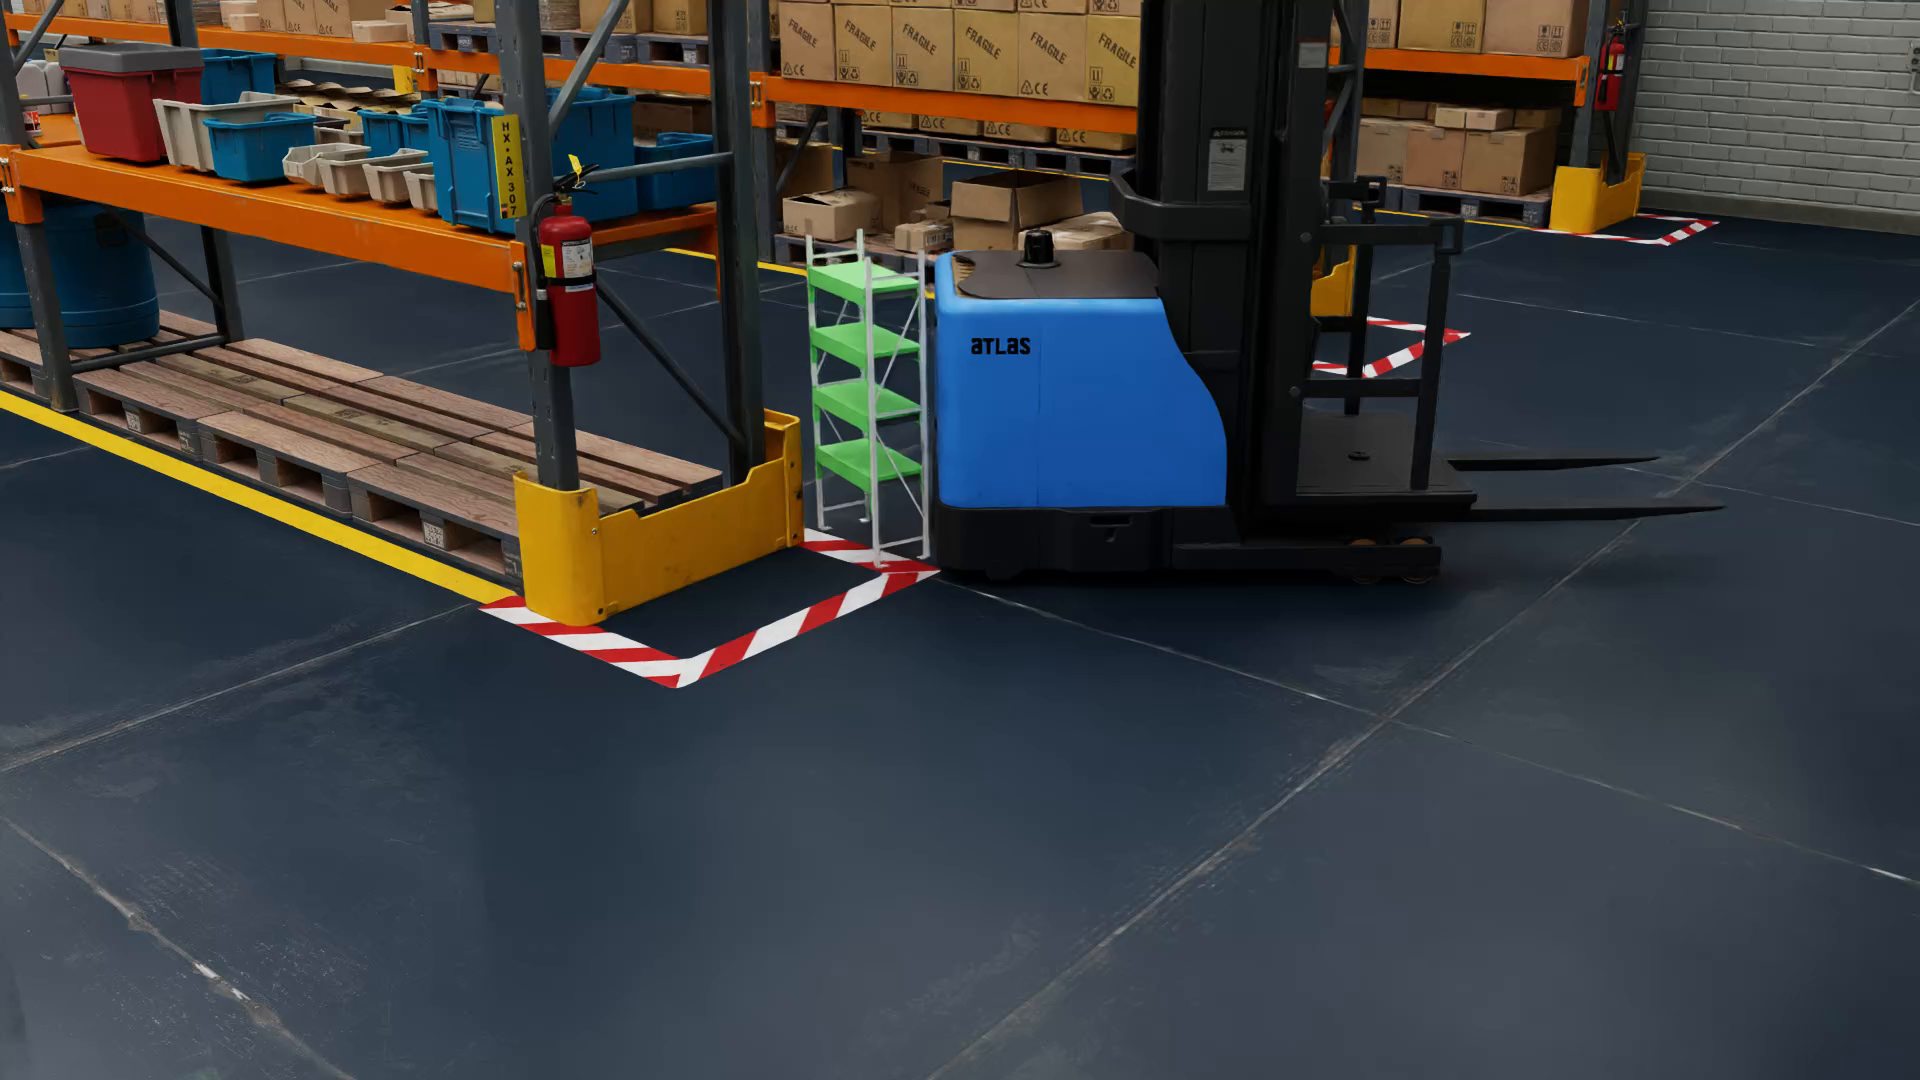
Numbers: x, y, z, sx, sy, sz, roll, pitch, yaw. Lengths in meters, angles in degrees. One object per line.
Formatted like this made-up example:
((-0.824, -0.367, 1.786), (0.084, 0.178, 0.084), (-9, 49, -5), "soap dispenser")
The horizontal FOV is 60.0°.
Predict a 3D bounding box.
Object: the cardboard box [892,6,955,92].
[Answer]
((-0.082, -3.166, 10.671), (0.500, 0.500, 0.500), (16, 26, 36), "cardboard box")

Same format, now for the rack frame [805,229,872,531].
((-0.477, -0.623, 6.614), (0.240, 1.200, 0.015), (-12, 24, -28), "rack frame")

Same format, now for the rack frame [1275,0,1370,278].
((2.009, -2.641, 9.419), (0.127, 3.000, 1.000), (16, 26, 36), "rack frame")

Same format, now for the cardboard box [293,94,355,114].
((-5.933, -3.987, 15.497), (0.500, 0.311, 0.500), (17, 26, 38), "cardboard box")

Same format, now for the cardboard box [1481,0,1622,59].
((4.737, -4.247, 13.254), (0.700, 0.700, 0.980), (18, 27, 39), "cardboard box")

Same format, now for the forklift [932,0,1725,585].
((1.413, -1.392, 6.206), (3.031, 2.935, 1.130), (-1, 21, -2), "forklift")

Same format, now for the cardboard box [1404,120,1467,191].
((4.145, -3.263, 14.017), (0.500, 0.500, 0.700), (16, 26, 36), "cardboard box")

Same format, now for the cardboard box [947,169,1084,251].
((0.369, -2.153, 11.041), (0.637, 0.503, 0.797), (16, 26, 36), "cardboard box")

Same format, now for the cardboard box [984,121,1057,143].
((0.763, -4.386, 16.498), (0.750, 0.750, 0.750), (17, 27, 38), "cardboard box")

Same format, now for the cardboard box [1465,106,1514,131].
((4.318, -3.434, 13.551), (0.250, 0.149, 0.380), (16, 26, 36), "cardboard box")

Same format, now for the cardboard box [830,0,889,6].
((-0.503, -3.751, 10.804), (0.500, 0.500, 0.500), (15, 25, 35), "cardboard box")

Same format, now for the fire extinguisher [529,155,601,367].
((-1.296, -0.919, 5.492), (0.183, 0.674, 0.296), (16, 26, 36), "fire extinguisher")

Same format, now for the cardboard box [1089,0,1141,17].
((1.098, -3.292, 9.588), (0.500, 0.500, 0.500), (17, 26, 38), "cardboard box")

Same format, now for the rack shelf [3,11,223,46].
((-8.837, -5.427, 17.829), (4.000, 0.370, 1.077), (16, 26, 36), "rack shelf")

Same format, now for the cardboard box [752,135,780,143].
((-1.731, -2.860, 12.920), (0.500, 0.500, 0.500), (17, 26, 37), "cardboard box")

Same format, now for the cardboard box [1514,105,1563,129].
((4.756, -3.482, 13.678), (0.250, 0.149, 0.380), (16, 26, 37), "cardboard box")

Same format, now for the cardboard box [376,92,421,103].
((-5.215, -4.024, 15.595), (0.500, 0.311, 0.500), (15, 25, 35), "cardboard box")

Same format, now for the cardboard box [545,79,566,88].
((-4.988, -5.930, 21.061), (0.500, 0.500, 0.500), (14, 25, 32), "cardboard box")

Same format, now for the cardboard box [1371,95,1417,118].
((3.773, -3.764, 14.426), (0.250, 0.149, 0.380), (16, 26, 37), "cardboard box")

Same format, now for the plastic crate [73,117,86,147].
((-3.955, -1.942, 7.854), (0.243, 0.136, 0.396), (16, 26, 36), "plastic crate")

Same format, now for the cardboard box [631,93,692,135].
((-2.474, -3.430, 13.368), (0.500, 0.250, 0.500), (15, 26, 35), "cardboard box")

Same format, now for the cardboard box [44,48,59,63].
((-9.723, -5.180, 18.391), (0.500, 0.500, 0.500), (16, 26, 36), "cardboard box")

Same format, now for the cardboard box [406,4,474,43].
((-4.443, -4.477, 14.415), (0.500, 0.311, 0.500), (18, 27, 40), "cardboard box")

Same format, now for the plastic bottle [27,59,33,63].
((-5.312, -2.619, 9.544), (0.097, 0.271, 0.097), (0, 21, 0), "plastic bottle")

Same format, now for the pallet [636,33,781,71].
((-1.640, -3.651, 12.372), (1.213, 0.211, 1.003), (16, 26, 36), "pallet")

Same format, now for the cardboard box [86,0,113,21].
((-8.832, -5.805, 17.668), (0.500, 0.500, 0.700), (17, 27, 38), "cardboard box")

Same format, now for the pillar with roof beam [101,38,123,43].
((-18.187, -11.953, 25.612), (0.400, 9.000, 9.100), (16, 26, 36), "pillar with roof beam")

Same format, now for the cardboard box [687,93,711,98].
((-2.776, -5.323, 19.452), (0.500, 0.500, 0.700), (16, 26, 37), "cardboard box")

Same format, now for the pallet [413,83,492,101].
((-6.591, -6.053, 22.419), (1.213, 0.211, 1.003), (16, 26, 36), "pallet")

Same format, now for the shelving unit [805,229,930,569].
((-0.354, -0.549, 6.417), (0.258, 1.200, 0.503), (-12, 24, -28), "shelving unit")

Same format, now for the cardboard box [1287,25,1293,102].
((1.832, -2.858, 9.855), (0.500, 0.500, 0.500), (17, 26, 37), "cardboard box")

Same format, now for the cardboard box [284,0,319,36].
((-5.907, -4.960, 15.427), (0.500, 0.500, 0.500), (16, 26, 36), "cardboard box")

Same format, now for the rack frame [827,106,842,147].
((-1.060, -5.780, 17.746), (0.127, 3.000, 1.000), (16, 26, 36), "rack frame")

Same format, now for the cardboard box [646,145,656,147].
((-2.031, -2.714, 12.532), (0.500, 0.500, 0.500), (16, 26, 36), "cardboard box")

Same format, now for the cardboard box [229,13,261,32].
((-6.731, -4.947, 15.891), (0.250, 0.149, 0.380), (16, 26, 36), "cardboard box")

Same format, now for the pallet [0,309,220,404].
((-4.796, -1.059, 9.176), (1.213, 0.211, 1.003), (16, 26, 36), "pallet")

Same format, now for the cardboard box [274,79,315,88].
((-6.793, -4.478, 16.799), (0.500, 0.311, 0.500), (16, 26, 36), "cardboard box")

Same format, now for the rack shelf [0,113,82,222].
((-5.774, -2.289, 9.508), (4.000, 0.370, 1.077), (16, 26, 36), "rack shelf")

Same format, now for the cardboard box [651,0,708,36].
((-1.888, -4.079, 12.497), (0.700, 0.500, 0.500), (-17, 27, -38), "cardboard box")

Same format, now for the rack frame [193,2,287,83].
((-7.288, -5.318, 16.519), (0.127, 3.000, 1.000), (16, 26, 36), "rack frame")

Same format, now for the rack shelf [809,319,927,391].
((-0.356, -0.713, 6.354), (0.258, 0.148, 0.480), (-12, 24, -28), "rack shelf")

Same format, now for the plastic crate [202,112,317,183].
((-2.879, -1.625, 6.879), (0.300, 0.233, 0.416), (16, 26, 36), "plastic crate")

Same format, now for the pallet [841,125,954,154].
((-0.496, -4.279, 17.716), (1.213, 0.211, 1.003), (16, 26, 36), "pallet")

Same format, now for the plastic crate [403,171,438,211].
((-1.872, -1.325, 6.218), (0.243, 0.136, 0.396), (16, 26, 36), "plastic crate")

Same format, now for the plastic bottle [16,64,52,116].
((-5.156, -2.494, 9.207), (0.135, 0.276, 0.152), (16, 26, 36), "plastic bottle")

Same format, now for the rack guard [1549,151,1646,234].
((5.157, -2.821, 13.439), (0.348, 0.500, 1.175), (16, 26, 36), "rack guard")

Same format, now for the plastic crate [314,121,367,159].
((-2.686, -1.778, 7.421), (0.466, 0.136, 0.293), (16, 26, 36), "plastic crate")

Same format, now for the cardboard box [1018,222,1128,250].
((0.715, -1.834, 10.554), (0.500, 0.250, 0.500), (16, 26, 36), "cardboard box")
